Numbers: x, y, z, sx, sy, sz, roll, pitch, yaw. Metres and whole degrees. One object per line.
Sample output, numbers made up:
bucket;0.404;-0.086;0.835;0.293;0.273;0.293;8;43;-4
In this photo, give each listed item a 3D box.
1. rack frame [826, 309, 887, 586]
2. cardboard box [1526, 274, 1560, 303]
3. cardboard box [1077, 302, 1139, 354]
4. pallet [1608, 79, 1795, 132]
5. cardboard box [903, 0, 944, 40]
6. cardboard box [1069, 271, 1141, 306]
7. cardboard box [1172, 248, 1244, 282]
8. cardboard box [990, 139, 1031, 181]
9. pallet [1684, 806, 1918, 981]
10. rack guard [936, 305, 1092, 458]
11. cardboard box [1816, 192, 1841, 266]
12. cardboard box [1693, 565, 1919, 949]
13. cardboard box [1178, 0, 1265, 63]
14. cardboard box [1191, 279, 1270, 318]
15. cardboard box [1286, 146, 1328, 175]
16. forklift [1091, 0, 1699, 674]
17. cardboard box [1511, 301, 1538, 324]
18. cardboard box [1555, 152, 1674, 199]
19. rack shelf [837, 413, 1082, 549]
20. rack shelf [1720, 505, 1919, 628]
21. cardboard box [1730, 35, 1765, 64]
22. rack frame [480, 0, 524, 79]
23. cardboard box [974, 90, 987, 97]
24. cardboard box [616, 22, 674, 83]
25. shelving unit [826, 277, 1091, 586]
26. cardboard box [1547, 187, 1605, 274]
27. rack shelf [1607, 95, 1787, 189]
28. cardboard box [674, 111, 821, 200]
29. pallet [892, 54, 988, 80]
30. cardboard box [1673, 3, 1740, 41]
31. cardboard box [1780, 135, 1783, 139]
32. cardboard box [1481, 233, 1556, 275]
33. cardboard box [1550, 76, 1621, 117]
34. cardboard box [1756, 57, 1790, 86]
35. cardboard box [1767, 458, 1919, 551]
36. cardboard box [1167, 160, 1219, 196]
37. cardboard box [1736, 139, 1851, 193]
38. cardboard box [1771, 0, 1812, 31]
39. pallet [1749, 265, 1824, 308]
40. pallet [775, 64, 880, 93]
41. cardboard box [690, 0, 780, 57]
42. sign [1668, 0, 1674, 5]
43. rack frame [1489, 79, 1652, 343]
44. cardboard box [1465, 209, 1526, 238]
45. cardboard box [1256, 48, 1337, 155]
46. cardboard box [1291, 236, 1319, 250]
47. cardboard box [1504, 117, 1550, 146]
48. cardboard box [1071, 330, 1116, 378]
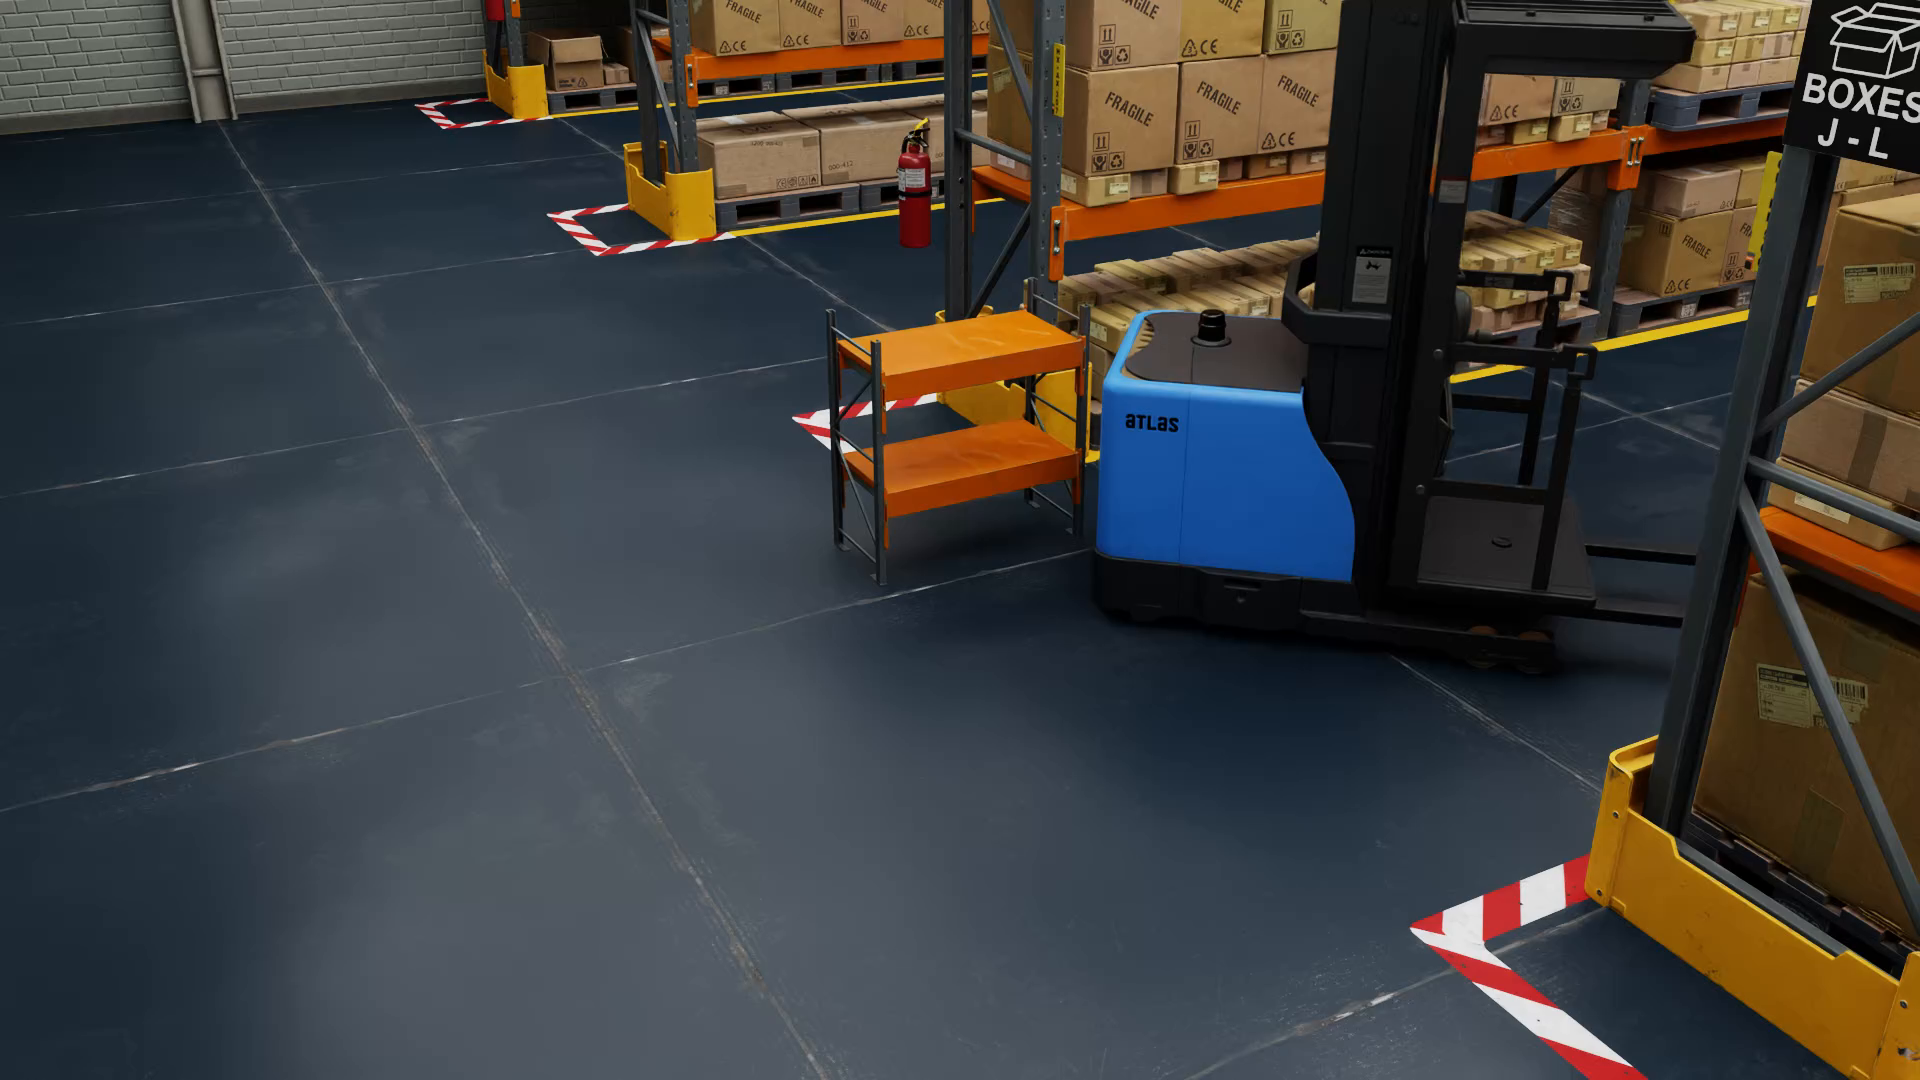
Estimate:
rack frame;-0.454;-0.402;7.288;0.032;1.125;0.500;-13;29;-25
cardboard box;3.370;-1.566;10.011;0.250;0.149;0.380;-14;29;-28
cardboard box;0.824;-1.108;8.713;0.250;0.149;0.380;-14;29;-27
pallet;4.474;-2.787;10.310;1.213;0.211;1.003;-13;29;-25
cardboard box;-0.333;-4.180;12.875;0.500;0.500;0.500;-12;28;-23
cardboard box;0.798;-1.365;9.248;0.250;0.149;0.380;-12;28;-24
cardboard box;1.436;-1.570;9.676;0.250;0.149;0.380;-12;28;-23
cardboard box;0.357;-2.019;8.781;0.250;0.149;0.380;-13;29;-25
pallet;3.115;1.021;5.380;1.213;0.211;1.003;-13;29;-25
rack guard;0.269;-0.847;8.936;0.348;0.500;1.175;-13;29;-25
cardboard box;5.430;-2.105;11.071;0.500;0.500;0.500;-12;28;-24
cardboard box;2.974;0.564;5.079;0.875;0.875;0.875;-13;29;-25
cardboard box;1.165;-2.684;8.259;0.500;0.500;0.500;-12;28;-24
cardboard box;1.473;-1.294;9.101;0.250;0.149;0.380;-15;29;-28
cardboard box;1.756;-2.078;8.903;0.250;0.149;0.380;-14;29;-26
forklift;2.130;-1.041;6.533;3.031;2.935;1.130;6;26;12
cardboard box;3.277;-1.446;10.105;0.250;0.149;0.380;-12;28;-24
cardboard box;4.270;-2.422;10.865;0.500;0.250;0.500;-14;29;-26
rack shelf;-0.006;-0.285;7.609;1.000;0.278;0.538;-13;29;-25
rack shelf;4.211;-0.127;5.379;4.000;0.370;1.077;-13;29;-25
cardboard box;4.523;-2.941;9.872;0.250;0.149;0.380;-14;29;-26
rack frame;-4.556;-5.723;16.204;0.127;3.000;1.000;-13;29;-25
cardboard box;0.708;-3.590;14.237;0.875;0.438;0.875;-13;29;-26
cardboard box;-3.199;-5.033;17.170;0.500;0.500;0.700;-12;28;-23
shelving unit;-0.006;-0.506;7.504;1.048;1.125;0.538;-13;29;-25
cardboard box;4.266;-2.082;11.024;0.500;0.500;0.500;-14;29;-26
rack shelf;5.496;-2.856;11.064;4.000;0.370;1.077;-13;29;-25
cardboard box;-1.681;-3.035;13.081;0.875;0.438;0.875;-14;29;-27
pallet;-0.326;-5.461;18.880;1.213;0.211;1.003;-13;29;-25
cardboard box;4.295;-3.022;9.696;0.250;0.149;0.380;-11;28;-22
cardboard box;5.648;-2.741;11.530;0.500;0.250;0.500;-13;28;-25
cardboard box;3.333;-1.706;9.959;0.250;0.149;0.380;-13;28;-24
cardboard box;3.438;-2.746;9.544;0.500;0.500;0.500;-13;29;-25
cardboard box;4.760;-2.862;10.050;0.250;0.149;0.380;-13;28;-25
cardboard box;2.606;-0.129;4.842;0.250;0.149;0.380;-12;28;-24
cardboard box;1.110;-1.888;8.507;0.250;0.149;0.380;-14;29;-27
cardboard box;5.428;-2.435;10.892;0.500;0.250;0.500;-12;28;-23
cardboard box;4.987;-3.182;10.030;0.250;0.149;0.380;-13;29;-26
pallet;5.495;-1.925;11.516;1.213;0.211;1.003;-13;29;-25
pallet;-1.633;-5.141;18.214;1.213;0.211;1.003;-13;29;-25
cardboard box;-1.658;-3.861;12.211;0.500;0.500;0.500;-13;29;-25
sign;3.993;-2.958;9.444;0.005;0.325;0.100;-13;29;-25
rack frame;3.731;-2.773;10.060;0.127;3.000;1.000;-13;29;-25
cardboard box;3.330;-1.954;10.476;0.250;0.149;0.380;-12;28;-23
cardboard box;1.626;-2.337;8.693;0.500;0.500;0.500;-13;28;-24
cardboard box;2.175;-1.681;9.907;0.250;0.149;0.380;-14;29;-27
cardboard box;3.149;-2.386;9.545;0.250;0.149;0.380;-12;28;-23
cardboard box;0.785;-1.005;8.843;0.250;0.149;0.380;-12;28;-23
